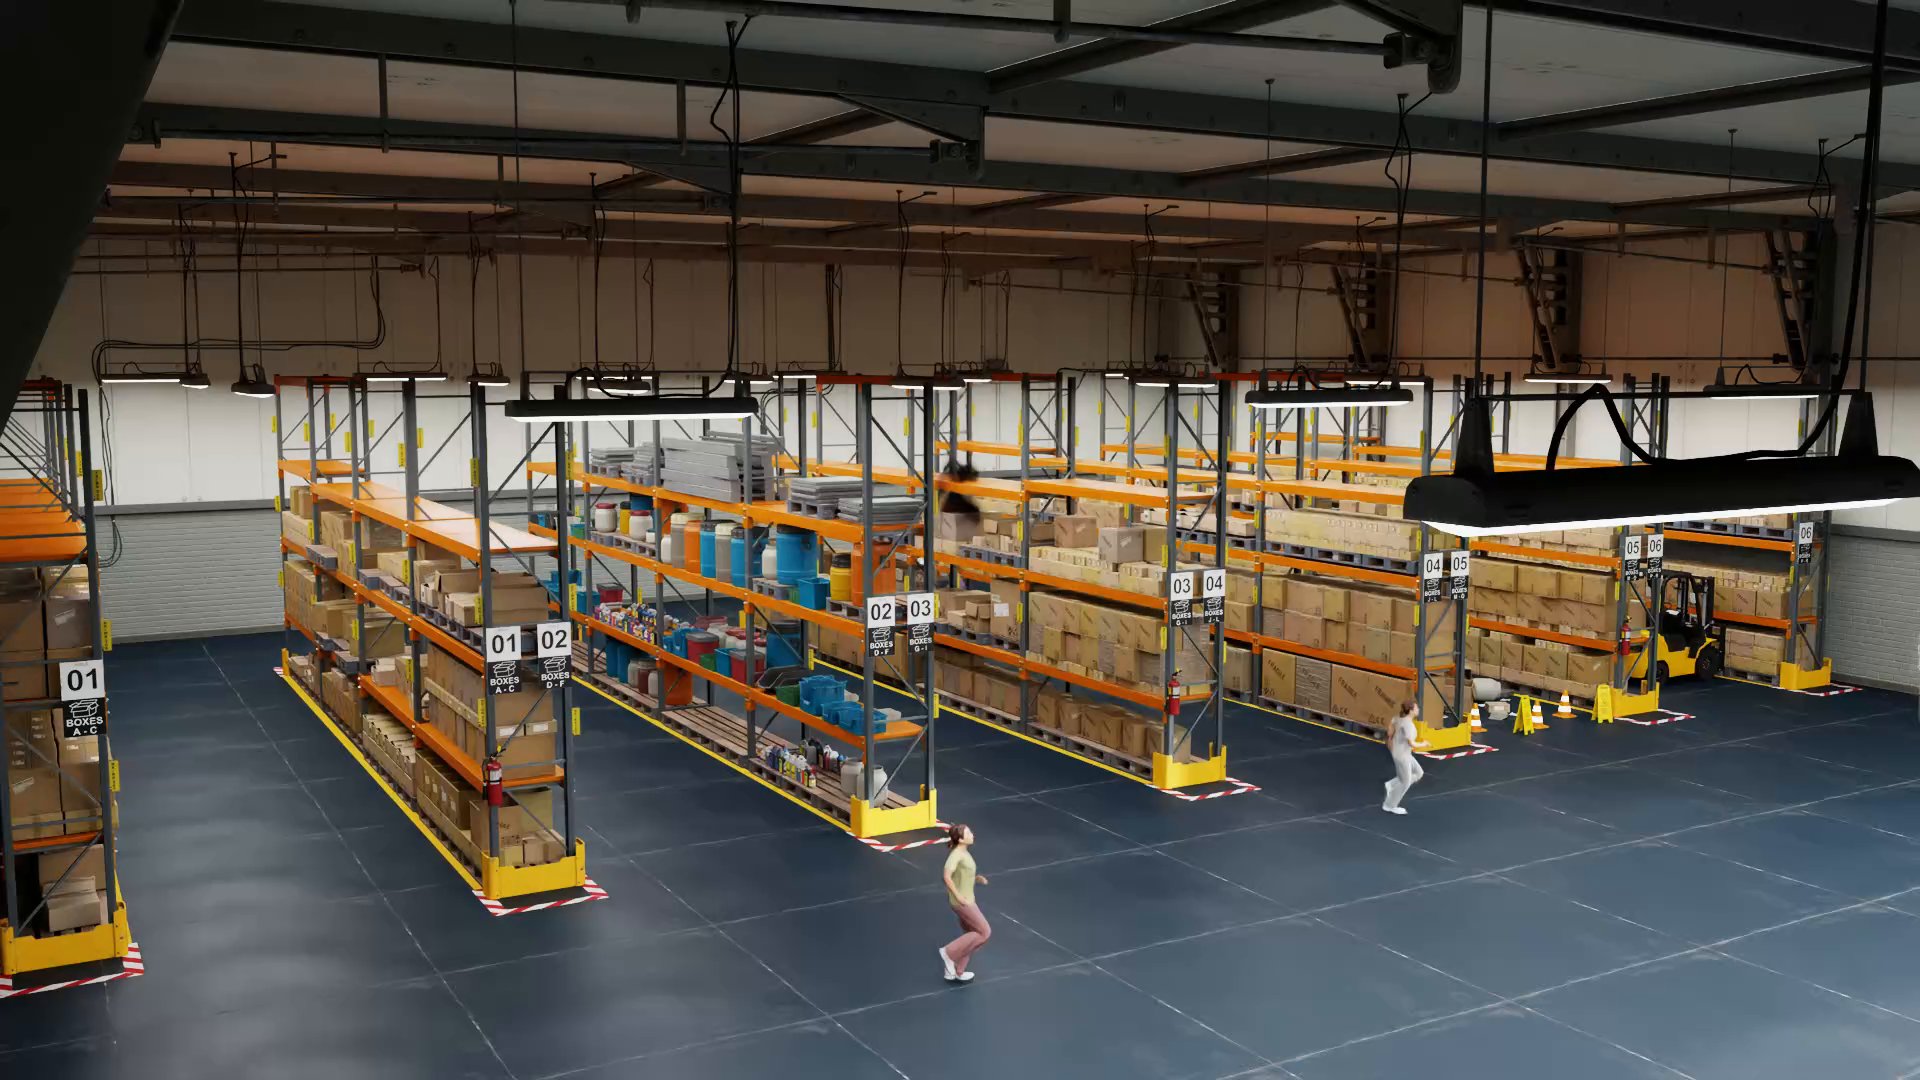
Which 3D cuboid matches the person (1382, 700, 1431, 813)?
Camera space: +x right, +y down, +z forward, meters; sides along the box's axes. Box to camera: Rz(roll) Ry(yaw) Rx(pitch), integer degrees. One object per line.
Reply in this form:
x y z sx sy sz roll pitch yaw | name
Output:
6.221 3.002 23.124 0.622 1.619 0.603 0 6 5 | person

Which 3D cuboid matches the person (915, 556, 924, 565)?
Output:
-1.109 1.015 41.374 0.585 1.682 0.510 6 8 42 | person

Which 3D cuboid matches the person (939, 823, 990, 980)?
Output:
0.058 3.673 16.886 0.509 1.625 0.637 0 6 2 | person

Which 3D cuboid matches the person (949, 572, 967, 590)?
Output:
-0.102 1.477 37.554 0.566 1.566 0.669 -4 8 -34 | person
